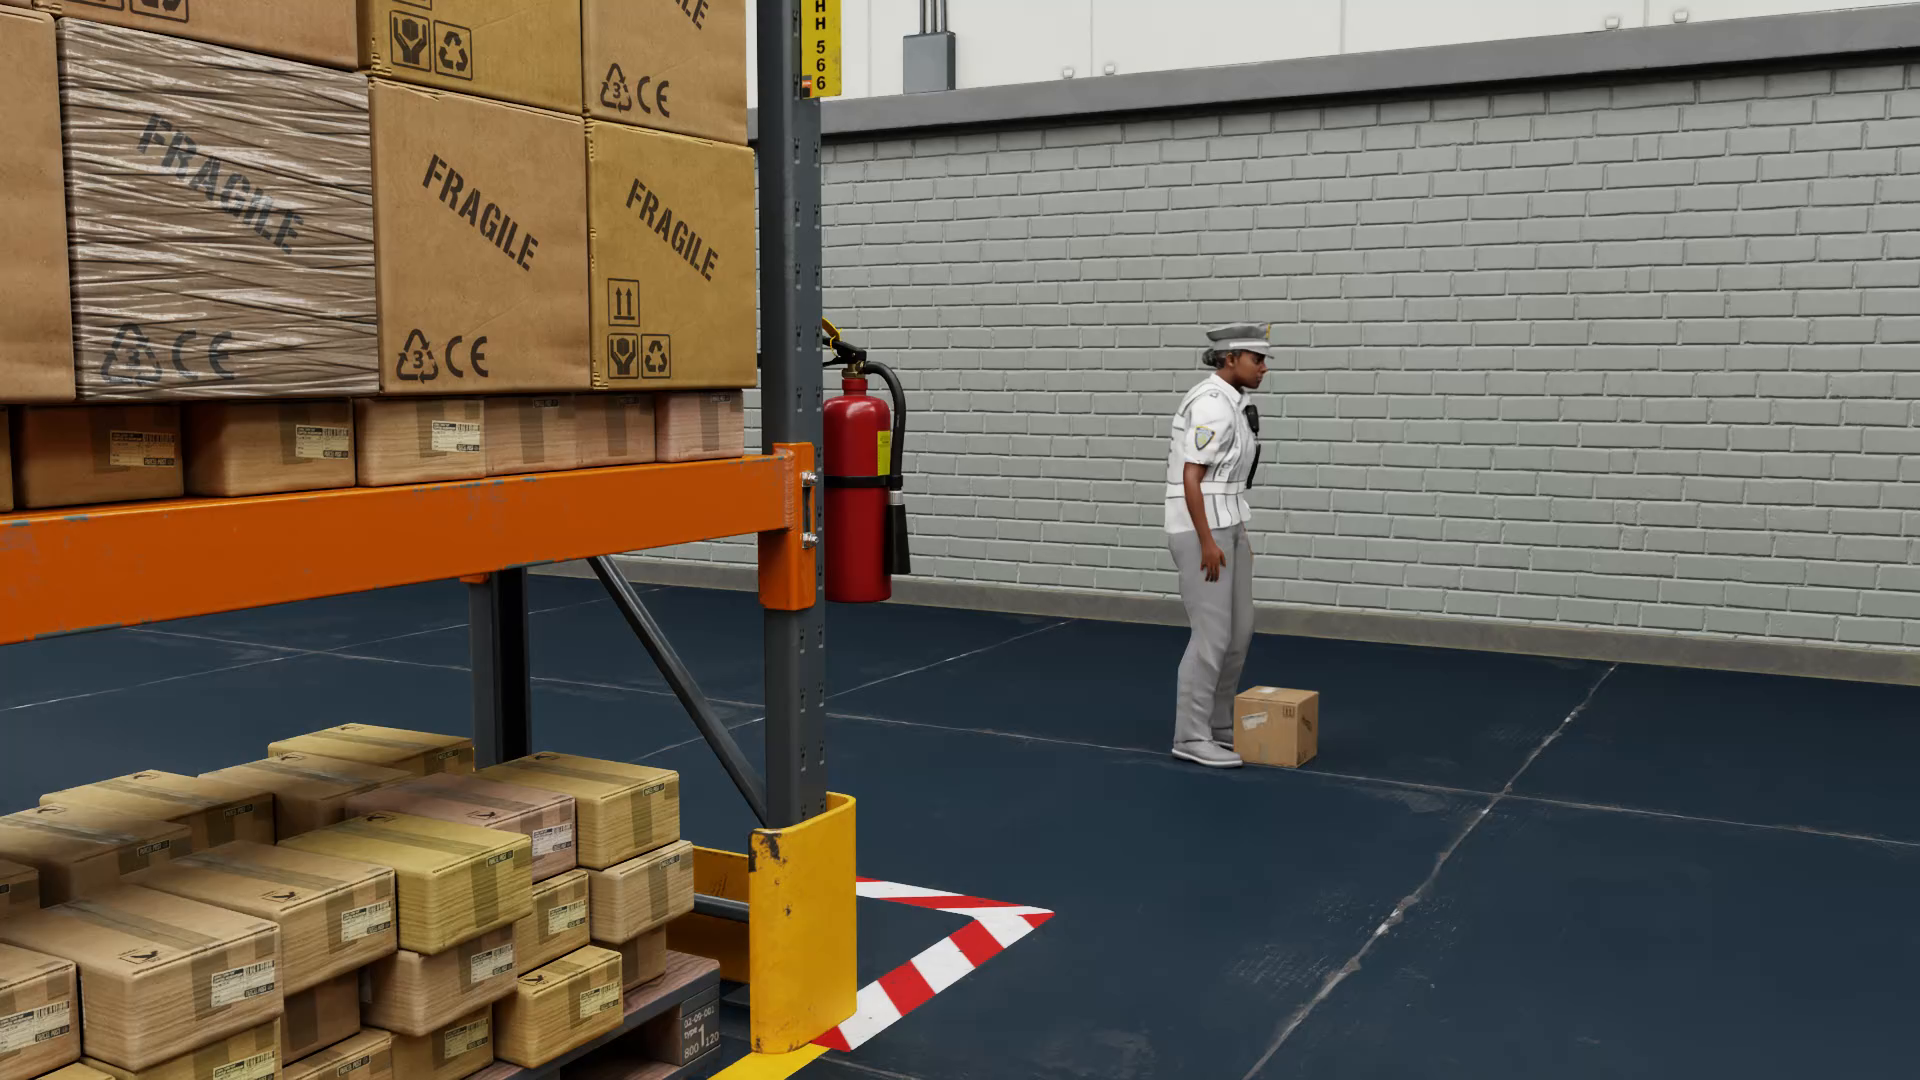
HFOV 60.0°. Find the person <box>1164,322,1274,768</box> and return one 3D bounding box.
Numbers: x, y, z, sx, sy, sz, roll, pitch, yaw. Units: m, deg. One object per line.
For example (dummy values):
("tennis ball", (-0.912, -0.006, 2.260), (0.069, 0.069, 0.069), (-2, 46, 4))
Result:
("person", (0.988, 0.001, 6.370), (0.391, 1.658, 0.509), (3, 7, 26))
